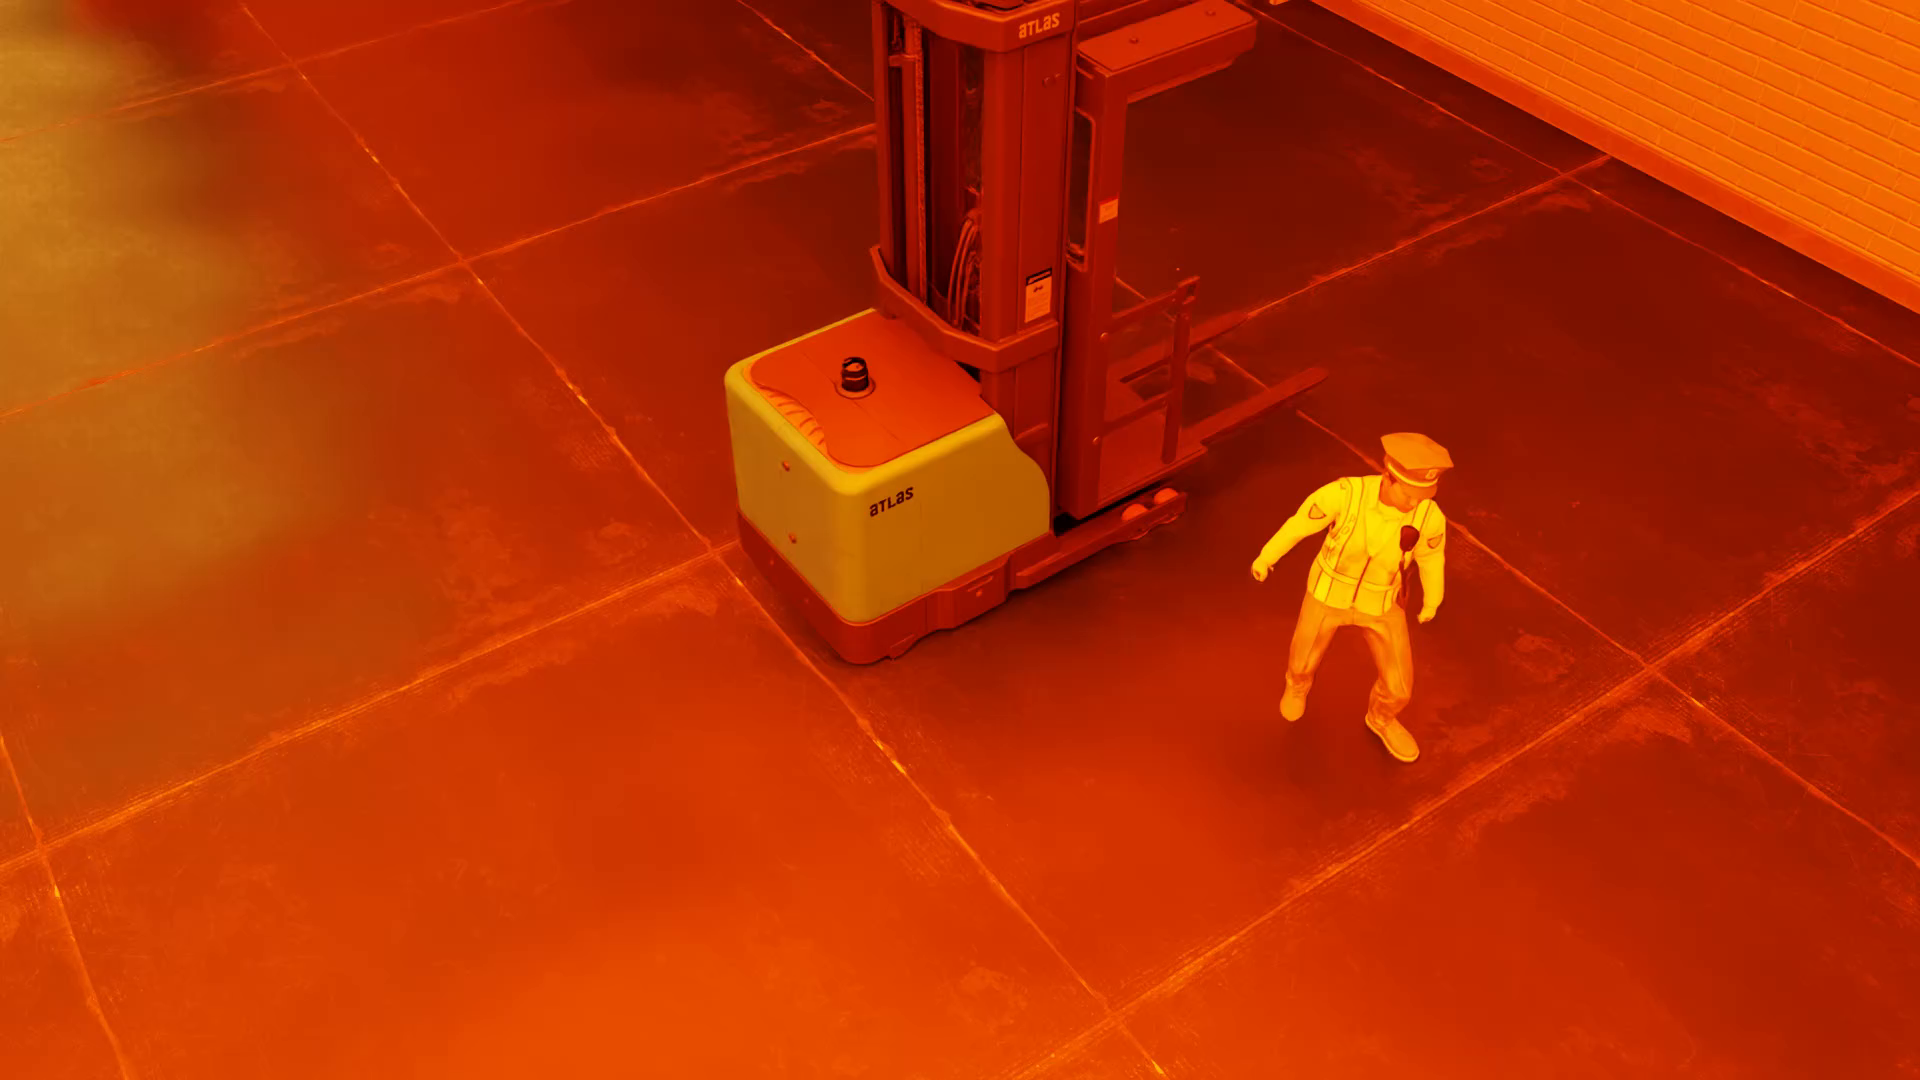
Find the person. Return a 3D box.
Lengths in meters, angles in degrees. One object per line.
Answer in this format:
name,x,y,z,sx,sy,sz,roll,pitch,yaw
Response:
person,1.542,0.195,6.521,0.799,1.650,0.440,11,44,12

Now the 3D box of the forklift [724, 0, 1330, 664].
forklift,0.466,-1.348,7.178,3.031,2.935,1.130,-26,49,-26
